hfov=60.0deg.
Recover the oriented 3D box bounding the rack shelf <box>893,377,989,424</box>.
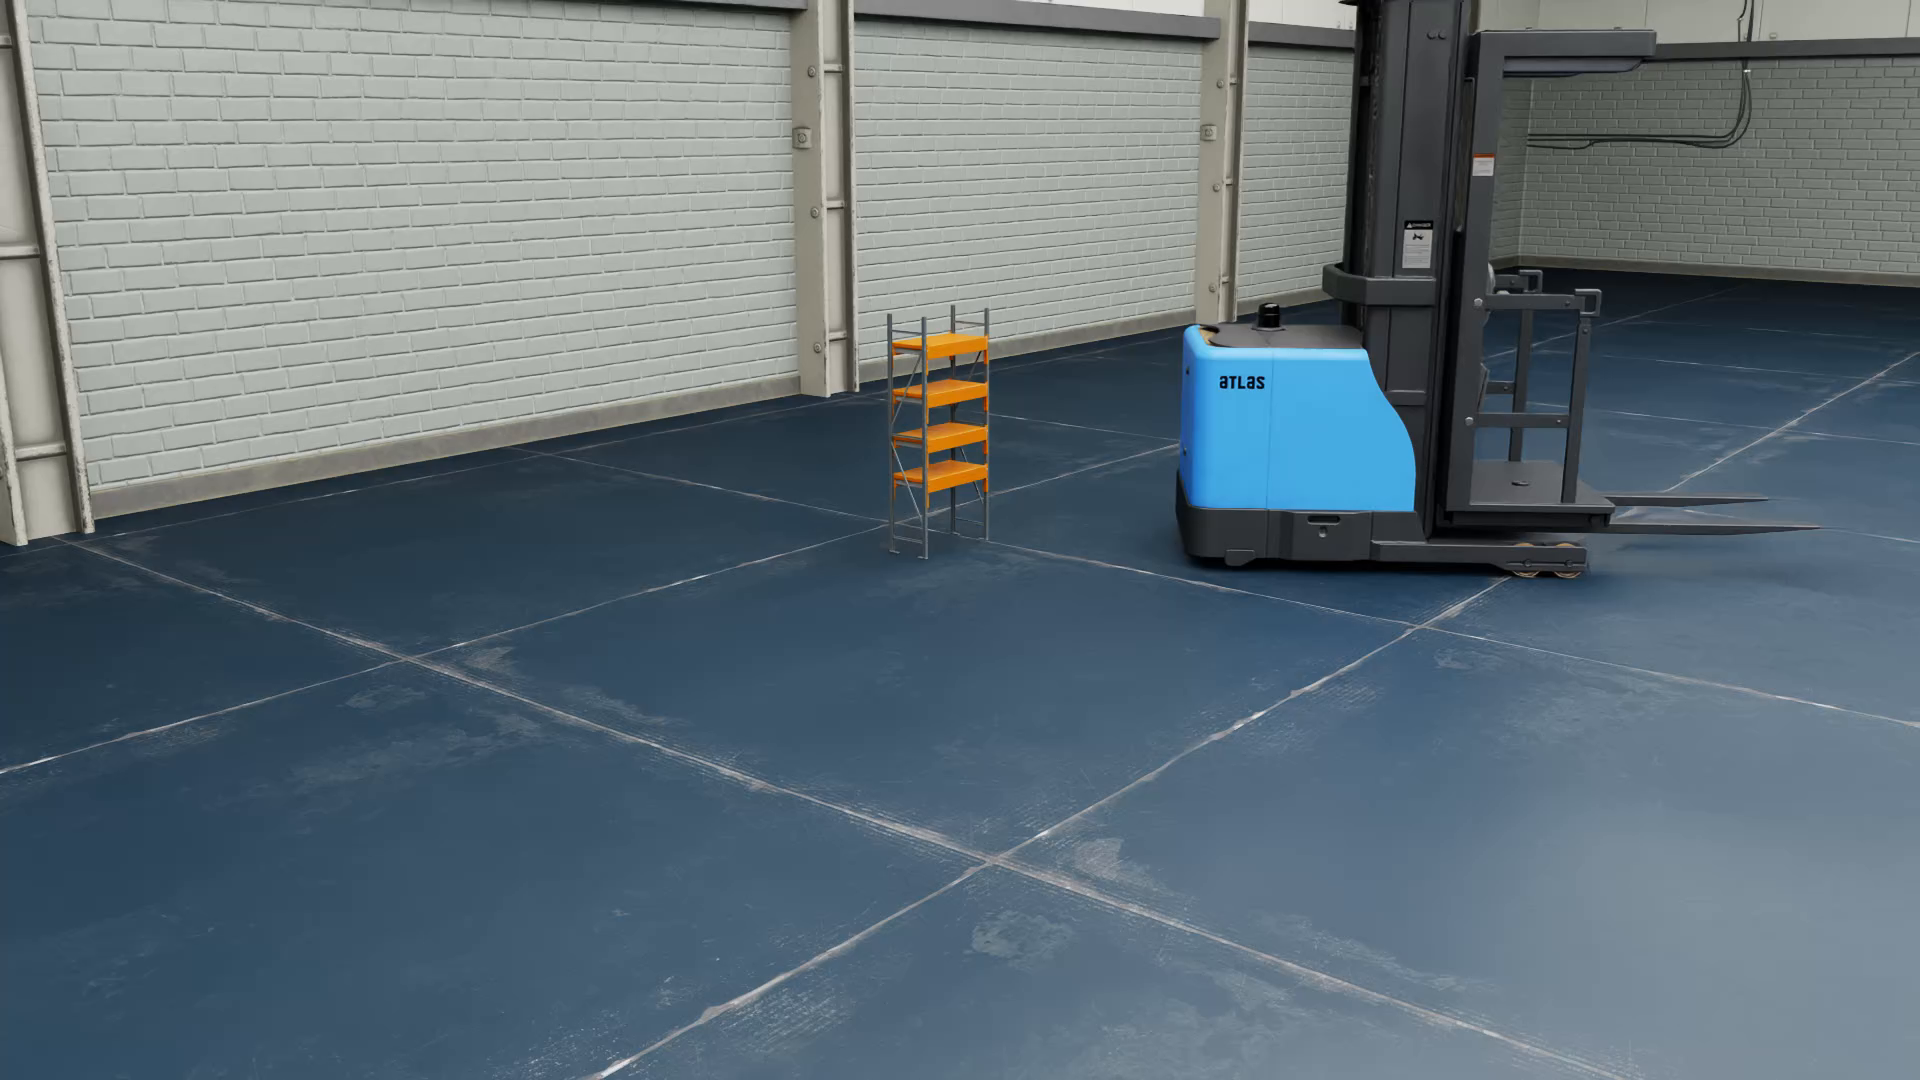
[{"bbox_3d":[-0.104,-0.701,8.312,0.258,0.148,0.480,11,18,38],"label":"rack shelf"}]

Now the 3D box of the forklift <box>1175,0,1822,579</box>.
[{"bbox_3d":[2.640,-1.373,8.076,3.031,2.935,1.130,1,14,4],"label":"forklift"}]

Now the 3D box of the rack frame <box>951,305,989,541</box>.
[{"bbox_3d":[0.049,-0.597,8.534,0.240,1.200,0.015,11,18,38],"label":"rack frame"}]

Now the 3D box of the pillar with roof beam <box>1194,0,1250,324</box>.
[{"bbox_3d":[6.074,-6.024,14.058,9.100,9.000,0.400,11,18,38],"label":"pillar with roof beam"}]

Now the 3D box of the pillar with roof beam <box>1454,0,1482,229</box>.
[{"bbox_3d":[9.845,-7.173,18.581,9.100,9.000,0.400,11,18,38],"label":"pillar with roof beam"}]

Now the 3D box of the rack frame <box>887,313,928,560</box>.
[{"bbox_3d":[-0.257,-0.503,8.166,0.240,1.200,0.015,11,18,38],"label":"rack frame"}]

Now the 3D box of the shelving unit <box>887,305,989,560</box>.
[{"bbox_3d":[-0.104,-0.550,8.350,0.258,1.200,0.503,11,18,38],"label":"shelving unit"}]

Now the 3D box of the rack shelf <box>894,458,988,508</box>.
[{"bbox_3d":[-0.104,-0.292,8.416,0.258,0.148,0.480,11,18,38],"label":"rack shelf"}]

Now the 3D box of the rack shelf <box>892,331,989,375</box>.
[{"bbox_3d":[-0.104,-0.931,8.254,0.258,0.148,0.480,11,18,38],"label":"rack shelf"}]

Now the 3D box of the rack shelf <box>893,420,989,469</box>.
[{"bbox_3d":[-0.104,-0.485,8.367,0.258,0.148,0.480,11,18,38],"label":"rack shelf"}]

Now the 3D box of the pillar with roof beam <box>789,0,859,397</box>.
[{"bbox_3d":[2.303,-4.875,9.535,9.100,9.000,0.400,11,18,38],"label":"pillar with roof beam"}]

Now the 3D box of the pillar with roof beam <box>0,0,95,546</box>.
[{"bbox_3d":[-1.468,-3.726,5.012,9.100,9.000,0.400,11,18,38],"label":"pillar with roof beam"}]

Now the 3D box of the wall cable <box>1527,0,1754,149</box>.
[{"bbox_3d":[9.377,-6.694,23.001,3.097,2.526,0.112,11,18,38],"label":"wall cable"}]
